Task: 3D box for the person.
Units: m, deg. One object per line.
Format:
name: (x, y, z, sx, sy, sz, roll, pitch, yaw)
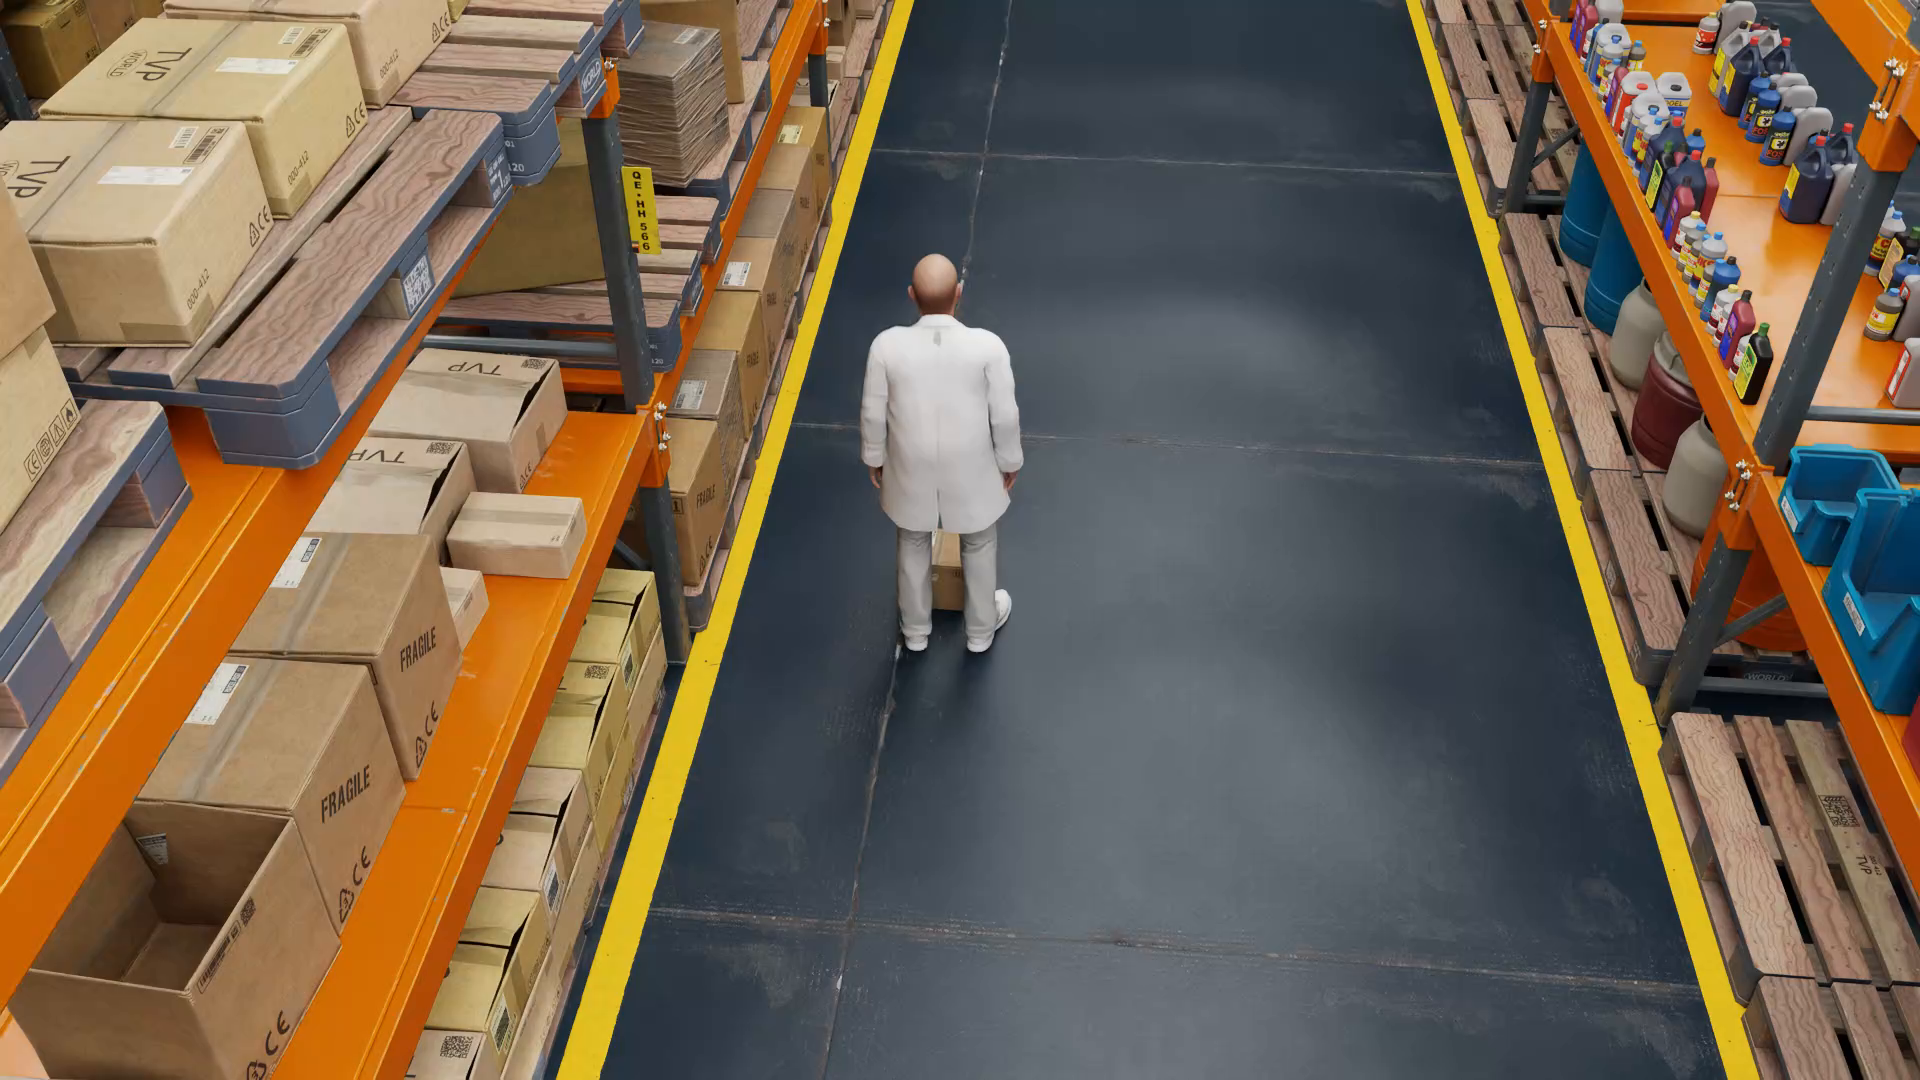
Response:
person: (-0.071, -0.304, 6.536, 0.640, 1.773, 0.427, 2, 40, 3)
